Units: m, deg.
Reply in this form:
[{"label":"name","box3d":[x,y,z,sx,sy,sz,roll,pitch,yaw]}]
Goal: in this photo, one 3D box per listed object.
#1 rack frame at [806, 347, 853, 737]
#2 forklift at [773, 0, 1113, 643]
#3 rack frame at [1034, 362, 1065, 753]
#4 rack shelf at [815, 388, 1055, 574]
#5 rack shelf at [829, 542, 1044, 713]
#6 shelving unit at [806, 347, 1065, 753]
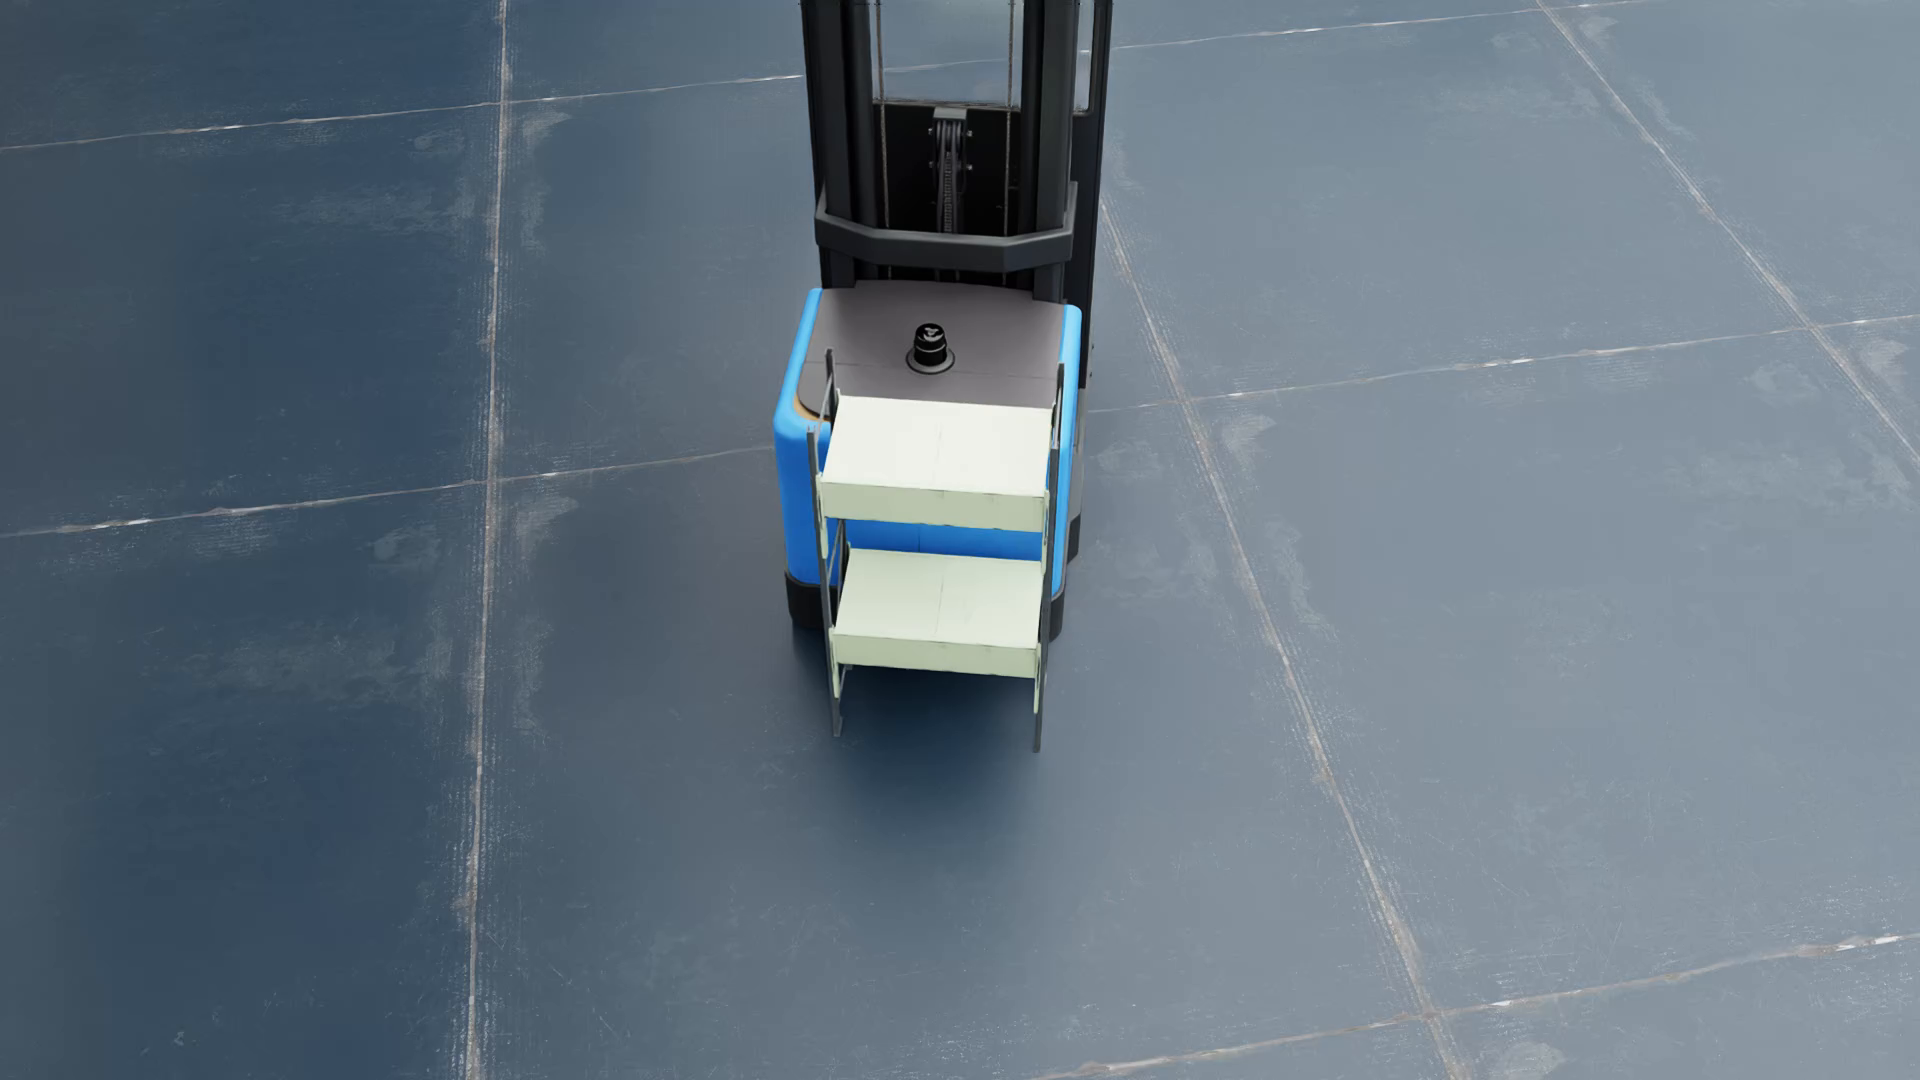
[{"label":"rack frame","box3d":[-0.430,0.055,5.656,0.023,1.500,0.400,4,46,4]},{"label":"forklift","box3d":[0.016,-1.683,6.336,1.130,2.935,3.031,4,46,4]},{"label":"rack frame","box3d":[0.298,0.106,5.606,0.023,1.500,0.400,4,46,4]},{"label":"rack shelf","box3d":[-0.066,-0.190,5.350,0.720,0.370,0.431,4,46,4]},{"label":"rack shelf","box3d":[-0.066,0.307,5.866,0.720,0.370,0.431,4,46,4]},{"label":"shelving unit","box3d":[-0.066,0.080,5.631,0.755,1.500,0.431,4,46,4]}]
